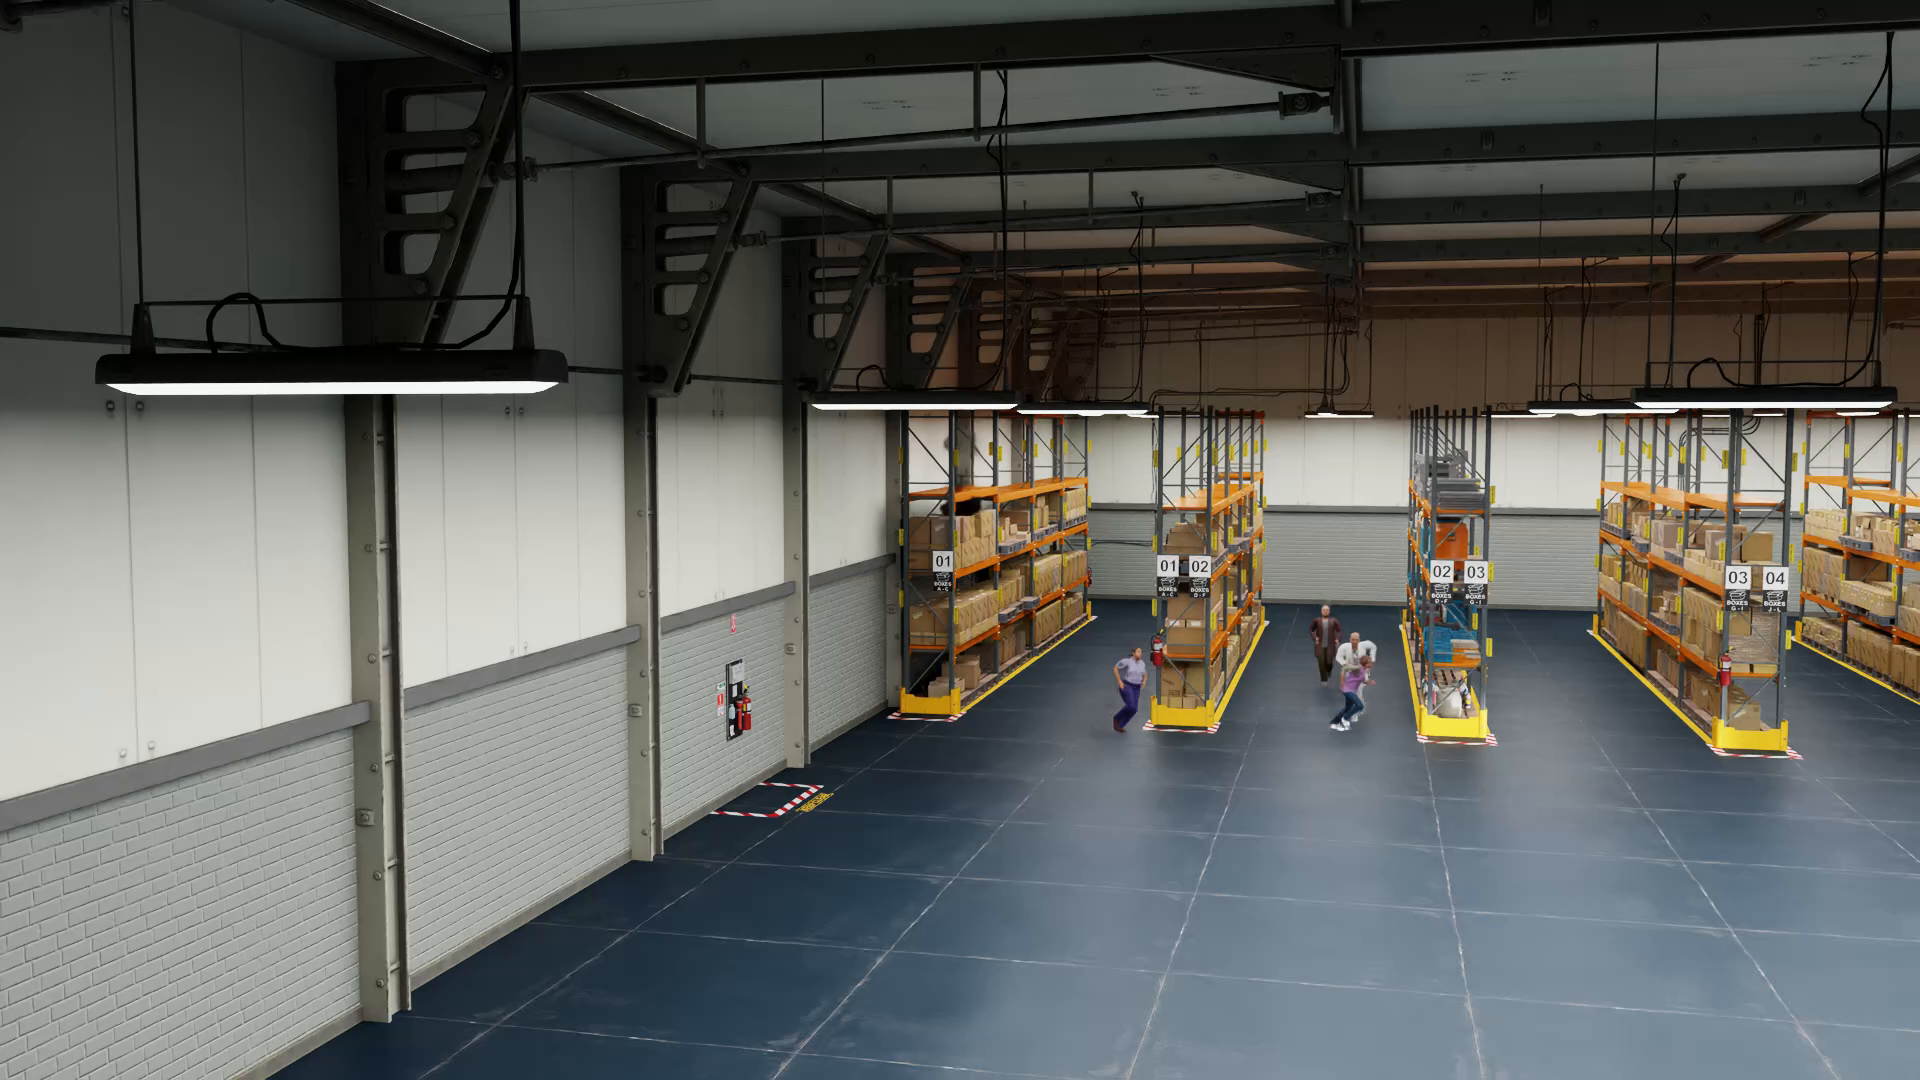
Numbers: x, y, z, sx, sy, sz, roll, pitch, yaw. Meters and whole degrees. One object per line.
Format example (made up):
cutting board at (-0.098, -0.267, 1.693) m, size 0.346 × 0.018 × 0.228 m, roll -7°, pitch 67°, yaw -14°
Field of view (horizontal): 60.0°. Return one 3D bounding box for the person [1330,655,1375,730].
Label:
person at (7.177, 2.816, 30.465) m, size 0.864 × 1.418 × 0.569 m, roll 3°, pitch 5°, yaw 40°

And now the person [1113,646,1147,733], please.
person at (3.153, 2.743, 30.483) m, size 0.675 × 1.581 × 0.538 m, roll -3°, pitch 5°, yaw -35°

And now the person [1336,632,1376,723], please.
person at (7.608, 2.609, 31.980) m, size 0.750 × 1.764 × 1.064 m, roll 1°, pitch 4°, yaw 14°

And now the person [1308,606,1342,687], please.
person at (7.899, 2.285, 35.994) m, size 0.712 × 1.738 × 0.642 m, roll 1°, pitch 4°, yaw 13°
